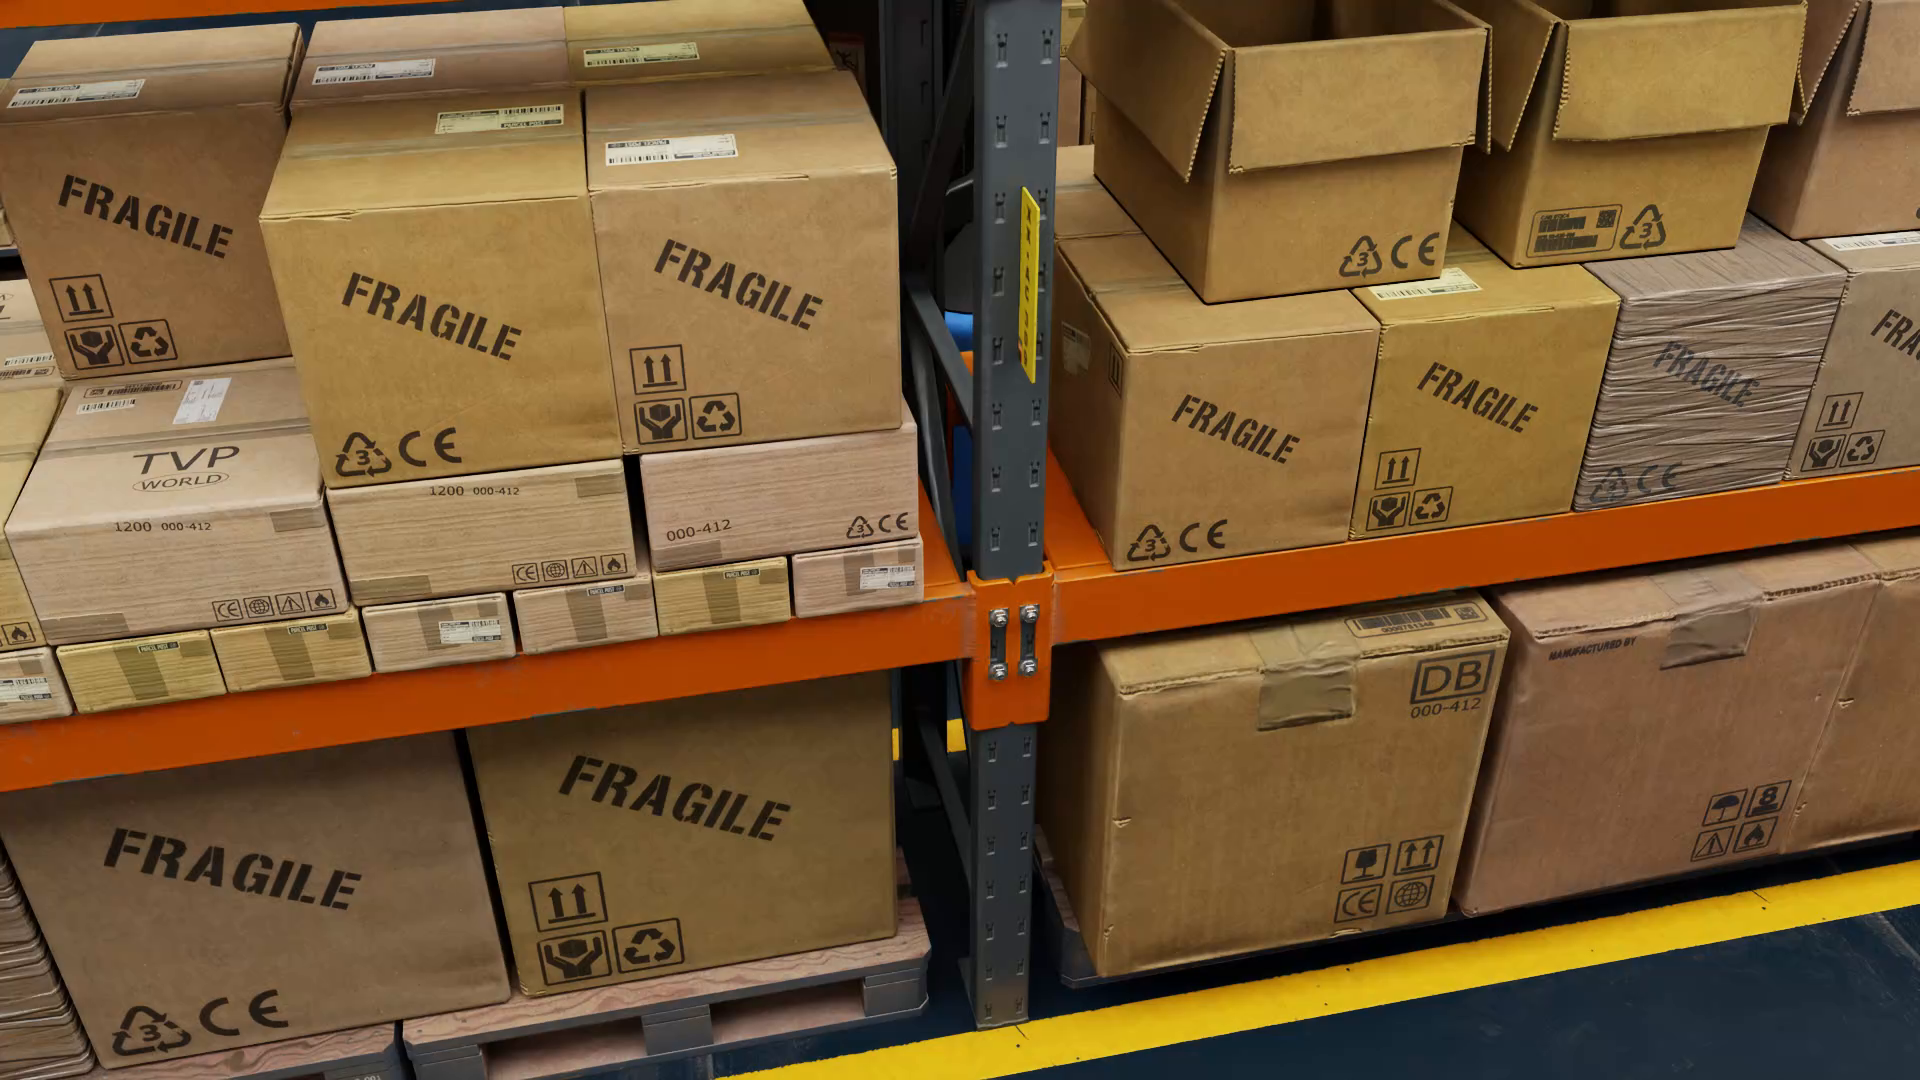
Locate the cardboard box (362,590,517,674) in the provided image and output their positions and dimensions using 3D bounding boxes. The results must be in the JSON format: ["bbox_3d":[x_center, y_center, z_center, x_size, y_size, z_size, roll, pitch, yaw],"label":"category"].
[{"bbox_3d":[-0.984,0.071,3.178,0.250,0.149,0.380,-7,34,-10],"label":"cardboard box"}]

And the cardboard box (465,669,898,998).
[{"bbox_3d":[-0.667,0.402,3.990,0.875,0.875,0.875,-7,35,-11],"label":"cardboard box"}]

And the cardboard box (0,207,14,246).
[{"bbox_3d":[-4.322,-1.441,7.388,0.250,0.149,0.380,-7,34,-10],"label":"cardboard box"}]

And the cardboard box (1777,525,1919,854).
[{"bbox_3d":[2.347,0.051,4.512,0.875,0.875,1.225,-7,35,-10],"label":"cardboard box"}]

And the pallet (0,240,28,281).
[{"bbox_3d":[-4.029,-1.492,7.785,1.213,0.211,1.003,-7,35,-11],"label":"pallet"}]

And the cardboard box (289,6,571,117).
[{"bbox_3d":[-1.012,-0.740,3.356,0.500,0.500,0.500,-7,35,-11],"label":"cardboard box"}]

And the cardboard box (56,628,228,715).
[{"bbox_3d":[-1.485,0.134,3.084,0.250,0.149,0.380,-8,35,-11],"label":"cardboard box"}]

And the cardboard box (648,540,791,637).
[{"bbox_3d":[-0.483,0.008,3.272,0.250,0.149,0.380,-7,34,-10],"label":"cardboard box"}]

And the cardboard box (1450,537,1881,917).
[{"bbox_3d":[1.485,0.164,4.343,0.875,0.875,1.225,-8,35,-12],"label":"cardboard box"}]

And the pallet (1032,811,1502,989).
[{"bbox_3d":[0.730,0.678,4.550,1.213,0.211,1.003,-7,35,-11],"label":"pallet"}]

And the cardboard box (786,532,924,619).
[{"bbox_3d":[-0.231,-0.024,3.319,0.250,0.149,0.380,-7,34,-10],"label":"cardboard box"}]

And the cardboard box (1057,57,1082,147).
[{"bbox_3d":[0.293,-2.201,8.205,0.500,0.500,0.500,-6,34,-8],"label":"cardboard box"}]

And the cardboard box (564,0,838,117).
[{"bbox_3d":[-0.530,-0.797,3.440,0.500,0.500,0.500,-7,35,-11],"label":"cardboard box"}]

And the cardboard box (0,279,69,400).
[{"bbox_3d":[-1.995,-0.308,3.385,0.500,0.250,0.500,-7,35,-10],"label":"cardboard box"}]

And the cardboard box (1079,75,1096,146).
[{"bbox_3d":[0.801,-2.273,8.311,0.500,0.500,0.500,-7,34,-10],"label":"cardboard box"}]

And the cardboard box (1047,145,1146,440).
[{"bbox_3d":[0.390,-0.591,3.850,0.500,0.500,0.500,-7,35,-10],"label":"cardboard box"}]

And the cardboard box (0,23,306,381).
[{"bbox_3d":[-1.518,-0.674,3.257,0.500,0.500,0.500,-8,35,-12],"label":"cardboard box"}]

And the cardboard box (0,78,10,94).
[{"bbox_3d":[-4.443,-2.001,7.687,0.250,0.149,0.380,-7,34,-10],"label":"cardboard box"}]

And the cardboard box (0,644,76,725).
[{"bbox_3d":[-1.733,0.165,3.038,0.250,0.149,0.380,-7,34,-10],"label":"cardboard box"}]

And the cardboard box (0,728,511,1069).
[{"bbox_3d":[-1.545,0.512,3.825,0.875,0.875,0.875,-7,35,-11],"label":"cardboard box"}]

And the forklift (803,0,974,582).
[{"bbox_3d":[-0.650,-1.366,5.155,3.031,2.935,1.130,10,35,15],"label":"forklift"}]

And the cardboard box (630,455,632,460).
[{"bbox_3d":[-0.881,-0.319,3.759,0.250,0.149,0.380,-6,34,-9],"label":"cardboard box"}]

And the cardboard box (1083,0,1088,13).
[{"bbox_3d":[0.795,-2.574,8.088,0.500,0.250,0.500,-6,34,-9],"label":"cardboard box"}]

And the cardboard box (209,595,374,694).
[{"bbox_3d":[-1.235,0.103,3.131,0.250,0.149,0.380,-7,34,-10],"label":"cardboard box"}]

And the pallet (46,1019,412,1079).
[{"bbox_3d":[-1.957,1.017,4.045,1.213,0.211,1.003,-7,35,-11],"label":"pallet"}]

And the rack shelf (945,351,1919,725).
[{"bbox_3d":[1.945,-0.291,4.137,4.000,0.370,1.077,-7,35,-11],"label":"rack shelf"}]

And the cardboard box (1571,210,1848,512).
[{"bbox_3d":[1.476,-0.430,3.609,0.500,0.500,0.500,-8,35,-12],"label":"cardboard box"}]

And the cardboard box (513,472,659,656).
[{"bbox_3d":[-0.733,0.039,3.225,0.250,0.149,0.380,-8,35,-11],"label":"cardboard box"}]

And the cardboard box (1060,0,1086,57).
[{"bbox_3d":[0.296,-2.514,7.998,0.500,0.250,0.500,-6,34,-9],"label":"cardboard box"}]

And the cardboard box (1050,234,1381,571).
[{"bbox_3d":[0.498,-0.306,3.425,0.500,0.500,0.500,-7,35,-10],"label":"cardboard box"}]

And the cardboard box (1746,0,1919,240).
[{"bbox_3d":[1.890,-1.048,3.630,0.637,0.503,0.797,-6,34,-9],"label":"cardboard box"}]

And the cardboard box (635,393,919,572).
[{"bbox_3d":[-0.379,-0.208,3.236,0.500,0.250,0.500,-8,35,-11],"label":"cardboard box"}]

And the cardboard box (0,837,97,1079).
[{"bbox_3d":[-2.413,0.622,3.662,0.875,0.875,0.875,-7,35,-11],"label":"cardboard box"}]

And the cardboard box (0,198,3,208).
[{"bbox_3d":[-4.335,-1.599,7.356,0.250,0.149,0.380,-6,34,-9],"label":"cardboard box"}]

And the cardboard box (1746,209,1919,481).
[{"bbox_3d":[1.979,-0.496,3.708,0.500,0.500,0.500,-7,34,-10],"label":"cardboard box"}]

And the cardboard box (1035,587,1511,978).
[{"bbox_3d":[0.614,0.274,4.179,0.875,0.875,1.225,-7,35,-10],"label":"cardboard box"}]

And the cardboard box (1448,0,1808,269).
[{"bbox_3d":[1.287,-0.963,3.503,0.637,0.503,0.797,-7,34,-10],"label":"cardboard box"}]

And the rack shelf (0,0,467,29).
[{"bbox_3d":[-2.952,-2.508,7.440,4.000,0.370,1.077,-7,35,-11],"label":"rack shelf"}]

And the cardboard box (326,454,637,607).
[{"bbox_3d":[-0.883,-0.143,3.139,0.500,0.250,0.500,-6,34,-9],"label":"cardboard box"}]

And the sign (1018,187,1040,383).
[{"bbox_3d":[0.118,-0.435,2.858,0.005,0.325,0.100,-7,35,-11],"label":"sign"}]

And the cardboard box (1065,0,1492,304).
[{"bbox_3d":[0.615,-0.885,3.387,0.637,0.503,0.797,-8,35,-12],"label":"cardboard box"}]

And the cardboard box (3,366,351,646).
[{"bbox_3d":[-1.381,-0.080,3.046,0.500,0.250,0.500,-7,34,-10],"label":"cardboard box"}]

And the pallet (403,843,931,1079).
[{"bbox_3d":[-0.765,0.865,4.272,1.213,0.211,1.003,-7,35,-11],"label":"pallet"}]

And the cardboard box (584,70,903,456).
[{"bbox_3d":[-0.395,-0.515,3.020,0.500,0.500,0.500,-6,34,-9],"label":"cardboard box"}]

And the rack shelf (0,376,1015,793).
[{"bbox_3d":[-1.957,0.201,3.405,4.000,0.370,1.077,-7,35,-11],"label":"rack shelf"}]

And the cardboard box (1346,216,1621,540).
[{"bbox_3d":[0.988,-0.368,3.517,0.500,0.500,0.500,-7,35,-10],"label":"cardboard box"}]

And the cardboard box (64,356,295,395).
[{"bbox_3d":[-1.512,-0.365,3.469,0.500,0.250,0.500,-6,34,-9],"label":"cardboard box"}]

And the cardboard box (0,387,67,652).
[{"bbox_3d":[-1.876,-0.020,2.956,0.500,0.250,0.500,-8,35,-11],"label":"cardboard box"}]

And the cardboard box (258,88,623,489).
[{"bbox_3d":[-0.885,-0.455,2.931,0.500,0.500,0.500,-7,34,-10],"label":"cardboard box"}]

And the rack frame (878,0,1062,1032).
[{"bbox_3d":[-0.006,-0.344,3.571,0.127,3.000,1.000,-7,35,-11],"label":"rack frame"}]

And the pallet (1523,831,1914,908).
[{"bbox_3d":[1.922,0.526,4.776,1.213,0.211,1.003,-7,35,-11],"label":"pallet"}]
